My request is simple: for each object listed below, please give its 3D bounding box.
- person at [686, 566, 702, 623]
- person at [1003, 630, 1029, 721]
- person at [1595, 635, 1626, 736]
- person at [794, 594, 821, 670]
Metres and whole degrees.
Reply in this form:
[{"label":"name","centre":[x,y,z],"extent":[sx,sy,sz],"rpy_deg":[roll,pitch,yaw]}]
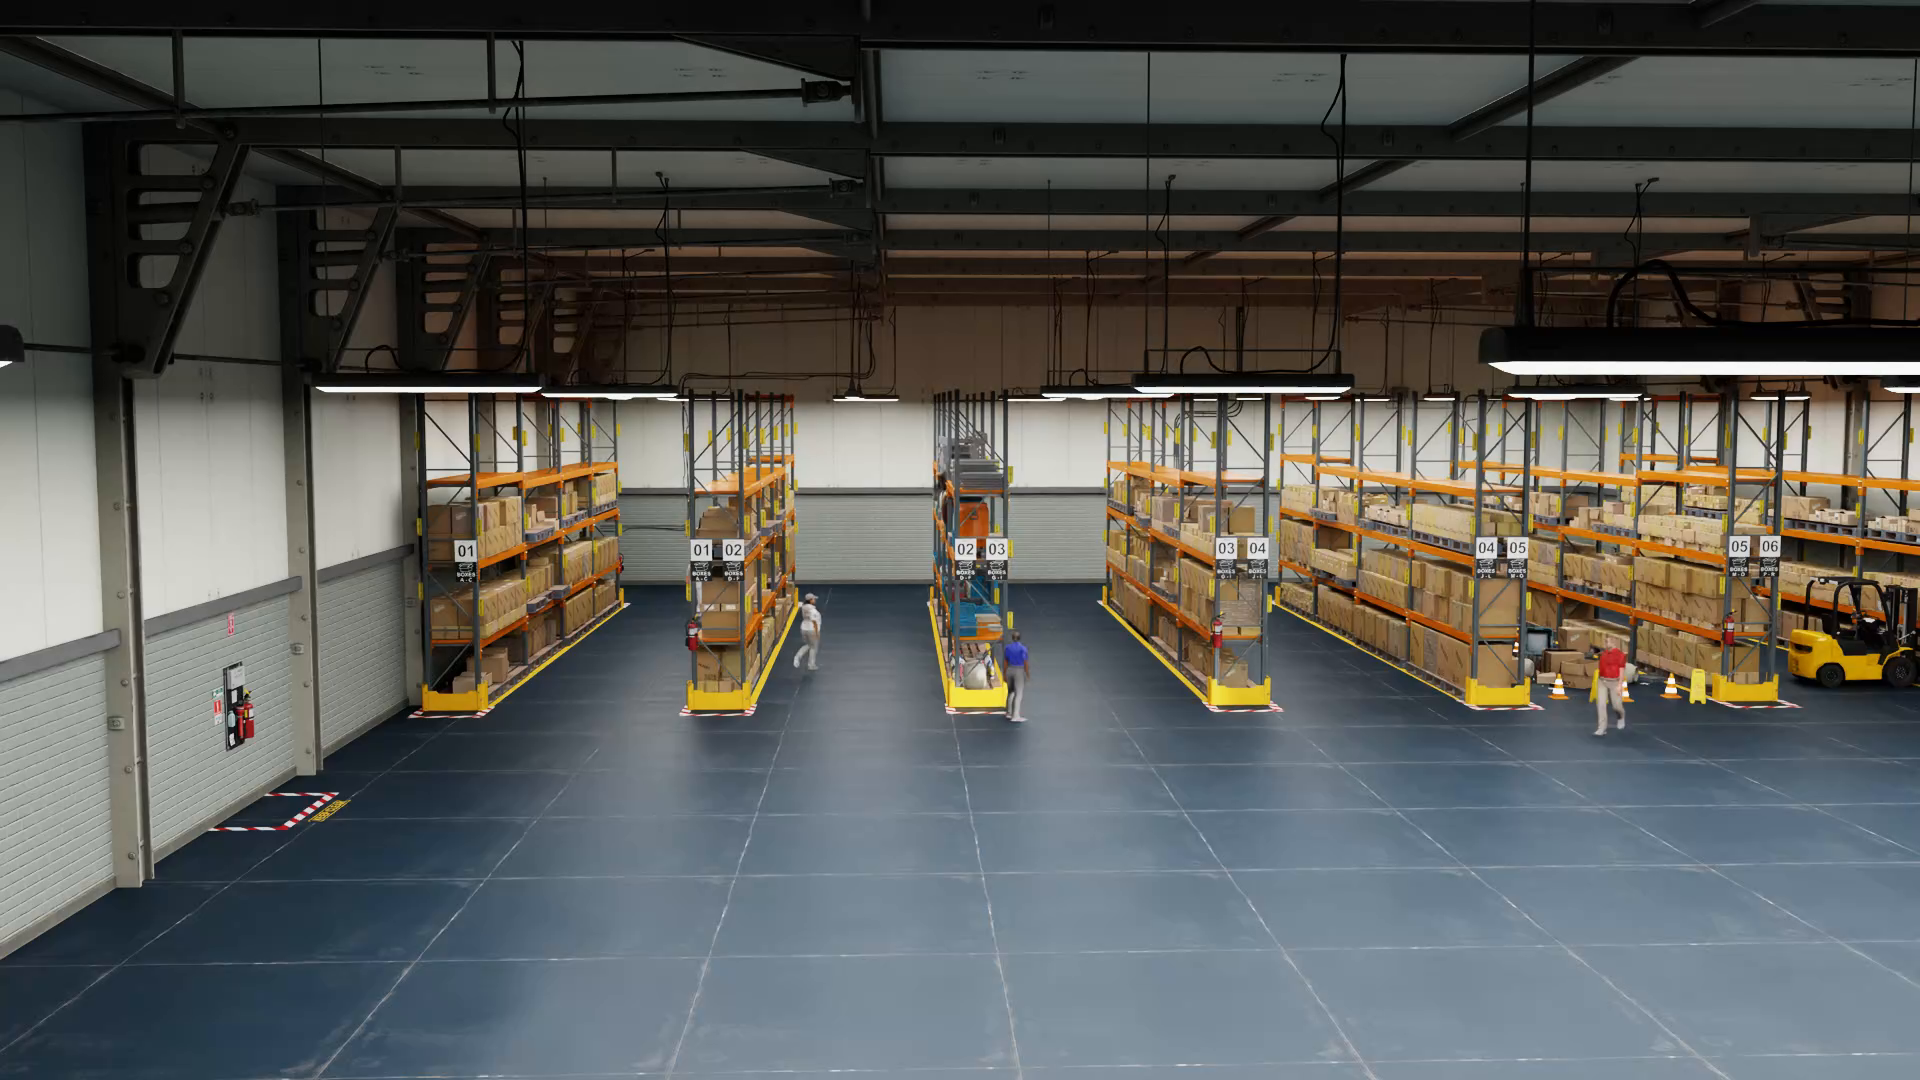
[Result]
[{"label":"person","centre":[-6.949,1.272,43.671],"extent":[0.512,1.743,0.975],"rpy_deg":[0,5,-4]},{"label":"person","centre":[1.042,2.462,30.128],"extent":[0.523,1.663,0.434],"rpy_deg":[4,6,41]},{"label":"person","centre":[11.293,2.504,28.813],"extent":[0.488,1.714,0.747],"rpy_deg":[3,6,35]},{"label":"person","centre":[-3.232,1.970,35.647],"extent":[0.500,1.655,0.589],"rpy_deg":[4,6,41]}]
